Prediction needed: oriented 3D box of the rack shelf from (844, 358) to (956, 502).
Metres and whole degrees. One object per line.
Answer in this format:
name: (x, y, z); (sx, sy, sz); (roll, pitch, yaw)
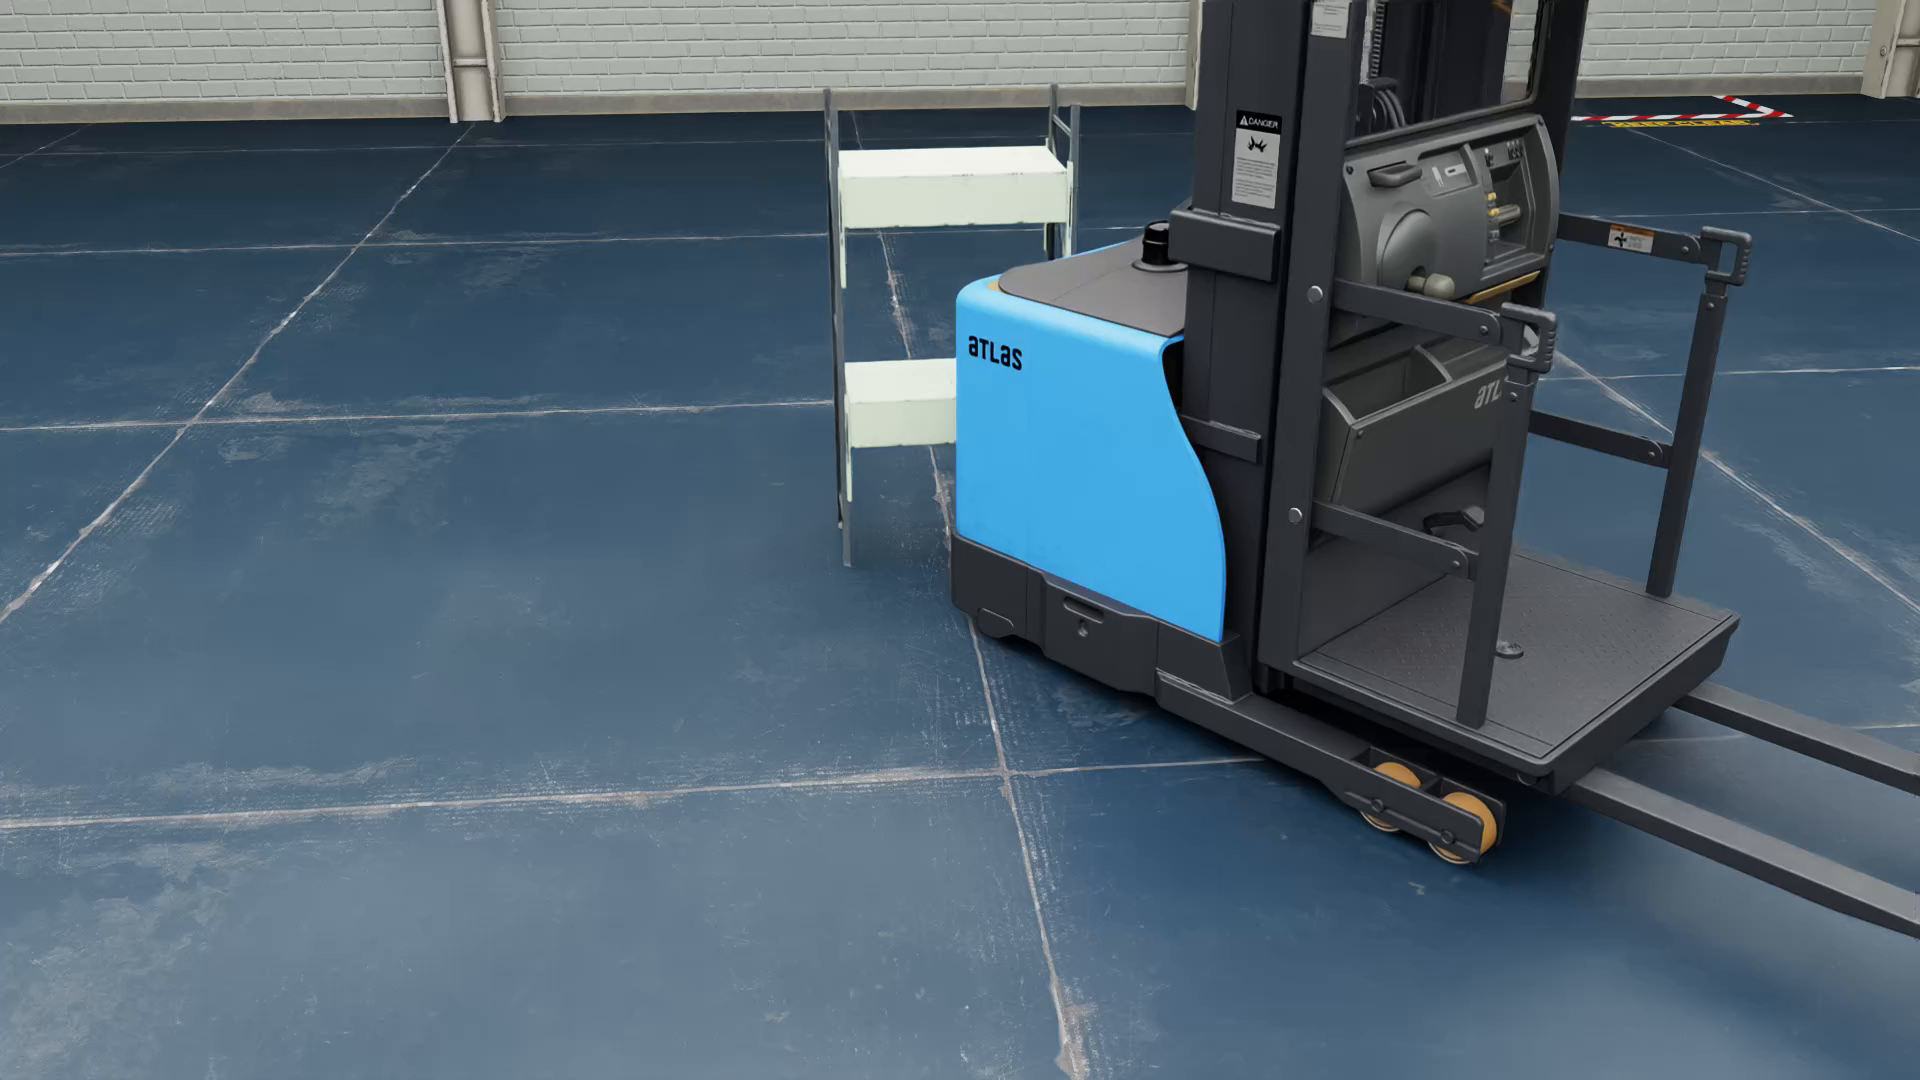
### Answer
rack shelf: (-0.036, -0.395, 5.595); (0.720, 0.370, 0.431); (-3, 24, -7)

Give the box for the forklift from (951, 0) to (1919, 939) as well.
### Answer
forklift: (1.363, -0.798, 3.937); (1.130, 2.935, 3.031); (-22, 32, -40)

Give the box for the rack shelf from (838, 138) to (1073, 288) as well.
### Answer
rack shelf: (-0.036, -1.050, 5.304); (0.720, 0.370, 0.431); (-3, 24, -7)

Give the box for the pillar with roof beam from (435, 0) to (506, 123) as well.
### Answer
pillar with roof beam: (-3.444, -5.755, 7.620); (0.400, 9.000, 9.100); (-2, 24, -5)

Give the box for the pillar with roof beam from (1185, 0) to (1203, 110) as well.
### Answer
pillar with roof beam: (2.527, -5.995, 8.159); (0.400, 9.000, 9.100); (-2, 24, -5)

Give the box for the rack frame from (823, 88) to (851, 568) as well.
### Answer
rack frame: (-0.399, -0.674, 5.421); (0.023, 1.500, 0.400); (-3, 24, -7)

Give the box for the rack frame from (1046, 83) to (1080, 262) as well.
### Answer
rack frame: (0.327, -0.712, 5.505); (0.023, 1.500, 0.400); (-3, 24, -7)

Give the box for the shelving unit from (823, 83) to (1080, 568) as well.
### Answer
shelving unit: (-0.036, -0.693, 5.463); (0.755, 1.500, 0.431); (-3, 24, -7)

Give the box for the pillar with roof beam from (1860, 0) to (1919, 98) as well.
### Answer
pillar with roof beam: (8.498, -6.235, 8.697); (0.400, 9.000, 9.100); (-2, 24, -5)
